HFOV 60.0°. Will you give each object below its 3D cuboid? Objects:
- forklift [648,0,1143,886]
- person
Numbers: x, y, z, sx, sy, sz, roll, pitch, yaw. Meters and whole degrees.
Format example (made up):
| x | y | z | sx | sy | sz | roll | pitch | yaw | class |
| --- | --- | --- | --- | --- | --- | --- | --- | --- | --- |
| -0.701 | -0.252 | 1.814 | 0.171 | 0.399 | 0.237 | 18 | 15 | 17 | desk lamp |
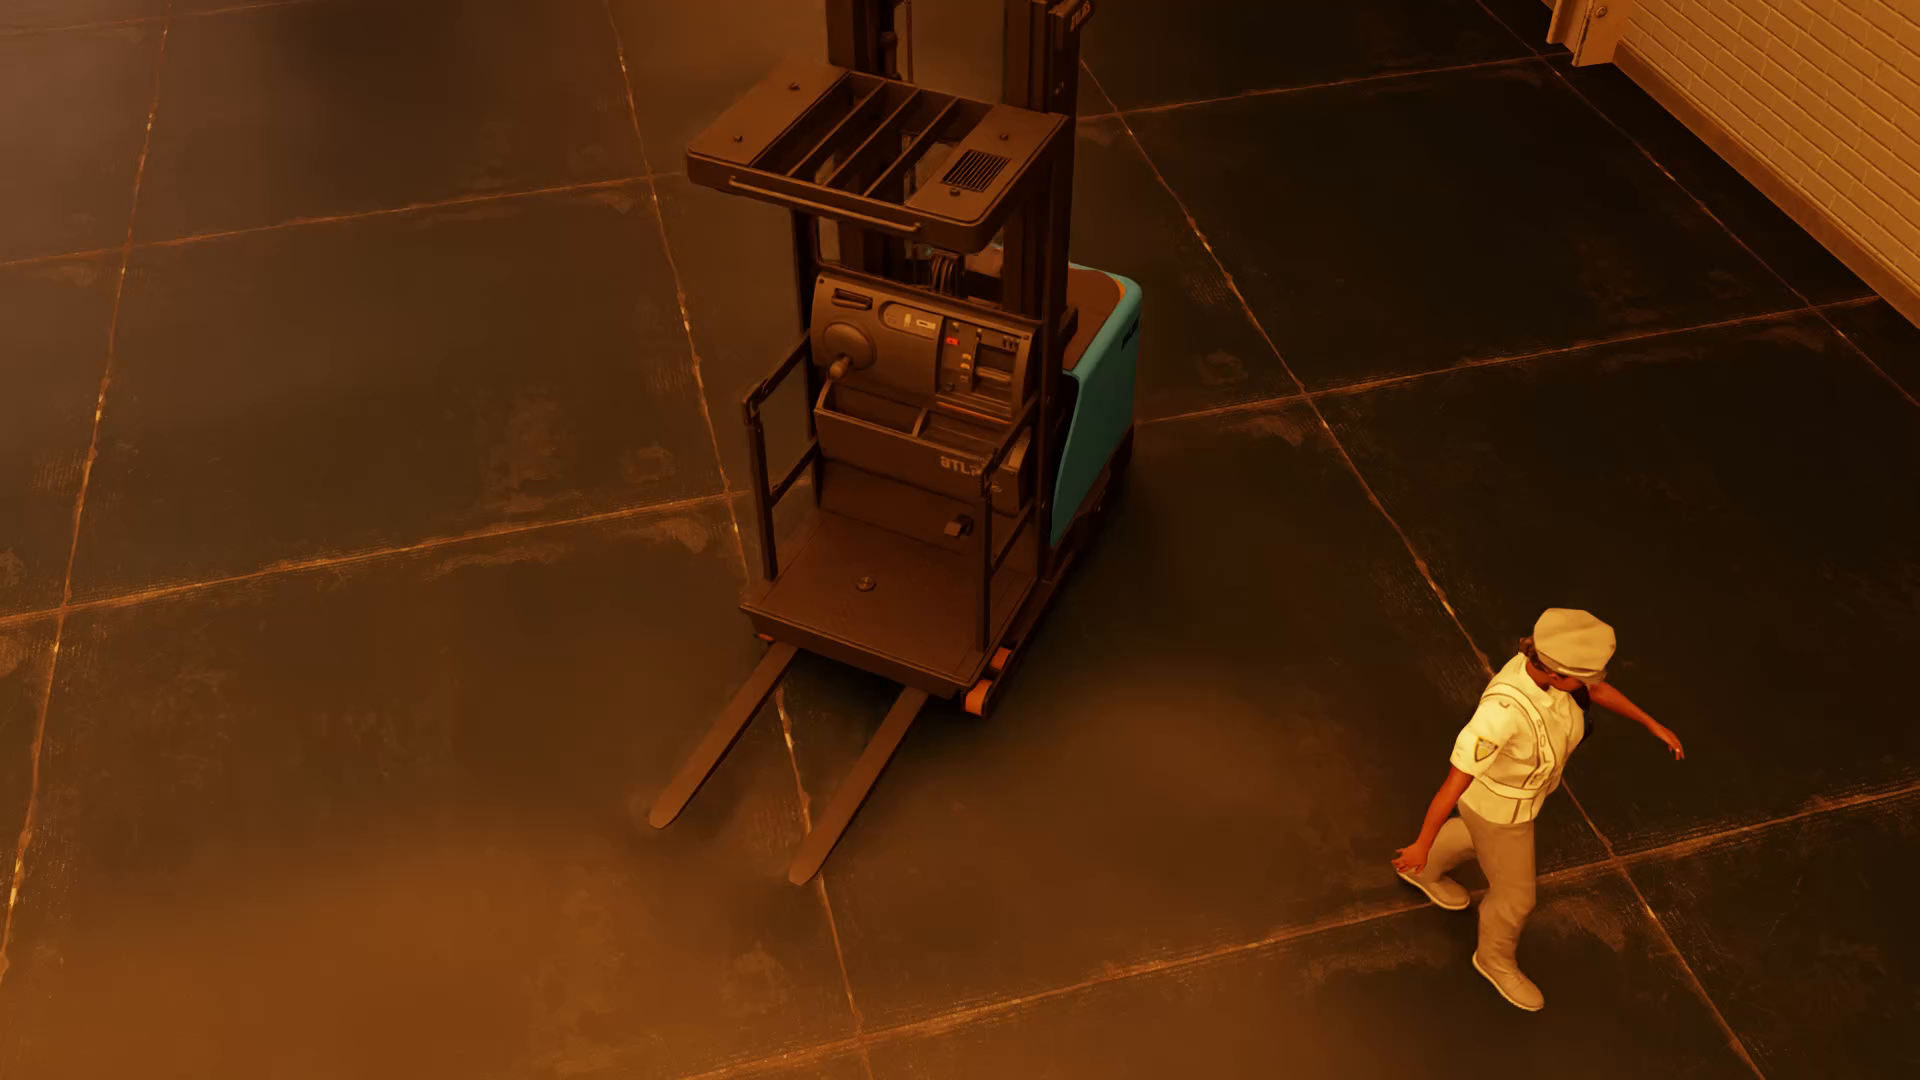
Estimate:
| x | y | z | sx | sy | sz | roll | pitch | yaw | class |
| --- | --- | --- | --- | --- | --- | --- | --- | --- | --- |
| -0.246 | -0.671 | 6.355 | 1.130 | 2.935 | 3.031 | 18 | 46 | 18 | forklift |
| 1.895 | 0.909 | 5.643 | 0.730 | 1.640 | 0.892 | 30 | 51 | 28 | person |
